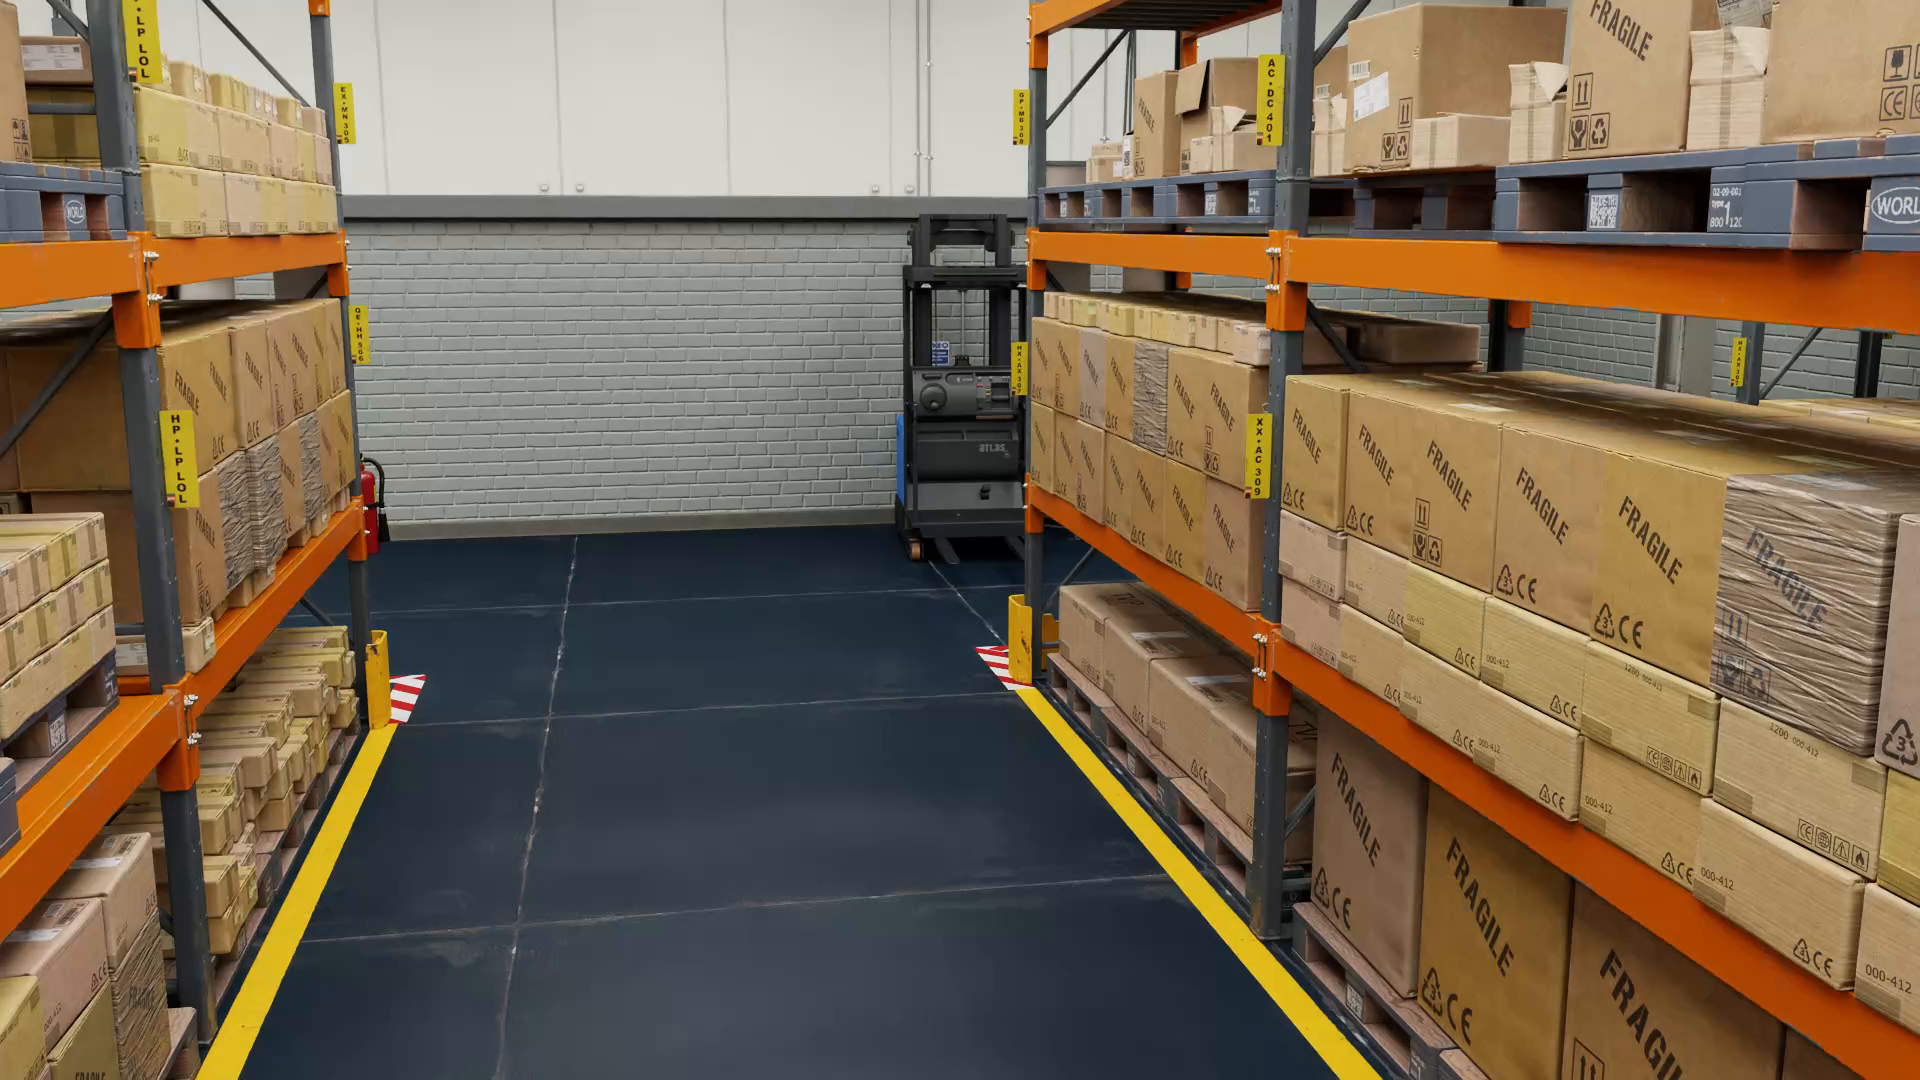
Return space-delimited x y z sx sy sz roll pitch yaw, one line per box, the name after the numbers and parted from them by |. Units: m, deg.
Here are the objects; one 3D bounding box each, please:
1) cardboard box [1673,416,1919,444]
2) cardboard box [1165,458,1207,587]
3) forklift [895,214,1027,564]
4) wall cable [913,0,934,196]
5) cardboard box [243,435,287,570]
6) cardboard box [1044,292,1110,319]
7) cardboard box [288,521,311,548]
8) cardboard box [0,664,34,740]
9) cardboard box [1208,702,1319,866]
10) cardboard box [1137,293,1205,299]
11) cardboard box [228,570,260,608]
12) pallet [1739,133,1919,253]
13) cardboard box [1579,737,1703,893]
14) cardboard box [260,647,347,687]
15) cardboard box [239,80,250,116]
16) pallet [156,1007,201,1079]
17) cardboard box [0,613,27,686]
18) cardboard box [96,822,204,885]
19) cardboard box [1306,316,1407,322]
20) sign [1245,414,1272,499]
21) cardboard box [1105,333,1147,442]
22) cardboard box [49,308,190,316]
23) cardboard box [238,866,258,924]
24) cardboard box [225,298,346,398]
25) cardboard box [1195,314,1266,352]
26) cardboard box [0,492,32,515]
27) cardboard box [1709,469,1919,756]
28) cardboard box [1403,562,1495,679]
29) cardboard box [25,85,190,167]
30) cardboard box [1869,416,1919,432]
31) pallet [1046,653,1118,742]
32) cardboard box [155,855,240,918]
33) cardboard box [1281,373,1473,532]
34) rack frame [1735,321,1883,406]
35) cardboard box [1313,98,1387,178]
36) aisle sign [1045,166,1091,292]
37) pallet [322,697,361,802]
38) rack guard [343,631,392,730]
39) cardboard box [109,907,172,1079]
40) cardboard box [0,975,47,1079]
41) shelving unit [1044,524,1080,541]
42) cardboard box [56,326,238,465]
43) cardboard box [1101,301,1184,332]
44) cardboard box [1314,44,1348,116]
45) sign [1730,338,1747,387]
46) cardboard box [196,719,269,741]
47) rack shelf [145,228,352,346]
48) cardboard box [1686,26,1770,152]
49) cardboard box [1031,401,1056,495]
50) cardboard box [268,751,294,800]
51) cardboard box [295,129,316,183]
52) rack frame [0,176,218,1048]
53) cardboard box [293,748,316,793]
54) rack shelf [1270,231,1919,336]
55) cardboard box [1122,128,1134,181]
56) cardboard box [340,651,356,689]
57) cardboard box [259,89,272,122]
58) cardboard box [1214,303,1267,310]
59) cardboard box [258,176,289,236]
2.327 -0.063 4.615 0.500 0.500 0.500 -2 11 -10 | cardboard box
1.244 -0.097 7.469 0.500 0.500 0.500 -2 11 -12 | cardboard box
0.076 -1.324 14.365 1.130 2.935 3.031 -1 11 -7 | forklift
-0.470 -4.592 15.307 0.463 3.000 0.029 -2 11 -11 | wall cable
-3.160 -0.159 6.999 0.500 0.500 0.500 -2 11 -12 | cardboard box
0.710 -1.395 9.882 0.380 0.149 0.250 -2 11 -10 | cardboard box
-3.412 -0.052 8.174 0.380 0.149 0.250 -3 11 -14 | cardboard box
-2.727 0.443 4.450 0.380 0.149 0.250 -3 11 -14 | cardboard box
1.674 1.055 7.412 0.875 0.438 0.875 -2 11 -12 | cardboard box
1.252 -1.366 9.729 0.380 0.149 0.250 -2 11 -10 | cardboard box
-3.138 0.190 6.902 0.380 0.149 0.250 -2 11 -10 | cardboard box
2.292 -0.641 3.079 1.213 0.211 1.003 -2 11 -8 | pallet
1.919 0.660 4.161 0.500 0.250 0.500 -2 11 -12 | cardboard box
-3.404 0.668 8.629 0.380 0.149 0.250 -2 11 -12 | cardboard box
-3.236 -1.873 7.044 0.380 0.149 0.250 -2 11 -13 | cardboard box
-2.992 1.833 5.054 1.003 0.211 1.213 -2 11 -11 | pallet
-2.719 0.301 4.398 0.380 0.149 0.250 -2 11 -13 | cardboard box
-3.009 1.152 6.086 0.380 0.149 0.250 -2 11 -9 | cardboard box
1.727 -0.896 7.258 0.380 0.149 0.250 -2 11 -12 | cardboard box
1.147 -0.322 6.390 0.100 0.325 0.005 -2 11 -11 | sign
1.040 -0.773 8.349 0.500 0.500 0.500 -2 11 -11 | cardboard box
-3.912 -0.819 7.793 0.500 0.500 0.500 -2 11 -12 | cardboard box
-2.952 1.388 6.439 0.380 0.149 0.250 -2 11 -9 | cardboard box
-3.590 -1.024 8.873 0.500 0.500 0.500 -2 11 -12 | cardboard box
1.268 -0.926 7.416 0.380 0.149 0.250 -2 11 -11 | cardboard box
-3.516 0.047 5.918 0.500 0.500 0.500 -2 11 -11 | cardboard box
2.004 0.136 3.570 0.500 0.500 0.500 -2 11 -10 | cardboard box
1.701 0.229 5.087 0.500 0.250 0.500 -2 11 -10 | cardboard box
-3.003 -1.422 5.739 0.500 0.250 0.500 -2 11 -9 | cardboard box
5.805 -0.587 9.916 0.500 0.250 0.500 -2 11 -12 | cardboard box
1.145 0.902 9.946 1.003 0.211 1.213 -2 11 -11 | pallet
-2.902 1.291 6.153 0.380 0.149 0.250 -2 11 -8 | cardboard box
1.494 -0.327 6.004 0.500 0.500 0.500 -2 11 -10 | cardboard box
5.781 -0.793 11.392 1.000 3.000 0.127 -2 11 -11 | rack frame
1.445 -1.387 5.730 0.396 0.266 0.258 -2 11 -12 | cardboard box
0.614 -1.891 10.211 0.394 0.787 0.004 -2 11 -11 | aisle sign
-3.785 1.121 8.795 1.003 0.211 1.213 -2 11 -11 | pallet
-3.908 0.829 9.558 1.175 0.500 0.348 -2 11 -11 | rack guard
-2.754 1.469 5.072 0.500 0.500 0.500 -2 11 -12 | cardboard box
-2.549 1.293 3.993 0.500 0.250 0.500 -3 11 -14 | cardboard box
1.162 -0.839 15.648 0.538 1.500 1.048 7 13 33 | shelving unit
-3.109 -0.552 6.390 0.500 0.500 0.500 -2 11 -13 | cardboard box
0.948 -1.157 8.629 0.380 0.149 0.250 -2 11 -10 | cardboard box
1.782 -1.771 6.854 0.500 0.500 0.500 -2 11 -10 | cardboard box
5.249 -1.198 11.208 0.100 0.325 0.005 -2 11 -11 | sign
-3.278 0.911 7.352 0.380 0.149 0.250 -3 11 -13 | cardboard box
-3.534 -1.166 7.257 1.077 0.370 4.000 -2 11 -11 | rack shelf
1.858 -0.998 3.685 0.396 0.266 0.258 -2 11 -12 | cardboard box
0.725 -0.562 9.914 0.500 0.500 0.500 -2 11 -11 | cardboard box
-3.189 1.055 7.393 0.380 0.149 0.250 -2 11 -11 | cardboard box
-3.483 -1.889 8.196 0.500 0.250 0.500 -2 11 -13 | cardboard box
-3.145 0.321 5.543 1.000 3.000 0.127 -2 11 -11 | rack frame
-3.294 1.105 7.921 0.380 0.149 0.250 -2 11 -10 | cardboard box
2.080 -0.631 4.446 1.077 0.370 4.000 -2 11 -11 | rack shelf
1.155 -2.020 8.668 0.500 0.311 0.500 -2 11 -10 | cardboard box
-3.540 0.722 9.143 0.380 0.149 0.250 -2 11 -13 | cardboard box
-3.352 -1.968 7.542 0.380 0.149 0.250 -2 11 -10 | cardboard box
1.514 -1.131 8.494 0.380 0.149 0.250 -2 11 -9 | cardboard box
-3.263 -1.457 7.264 0.500 0.250 0.500 -2 11 -8 | cardboard box
